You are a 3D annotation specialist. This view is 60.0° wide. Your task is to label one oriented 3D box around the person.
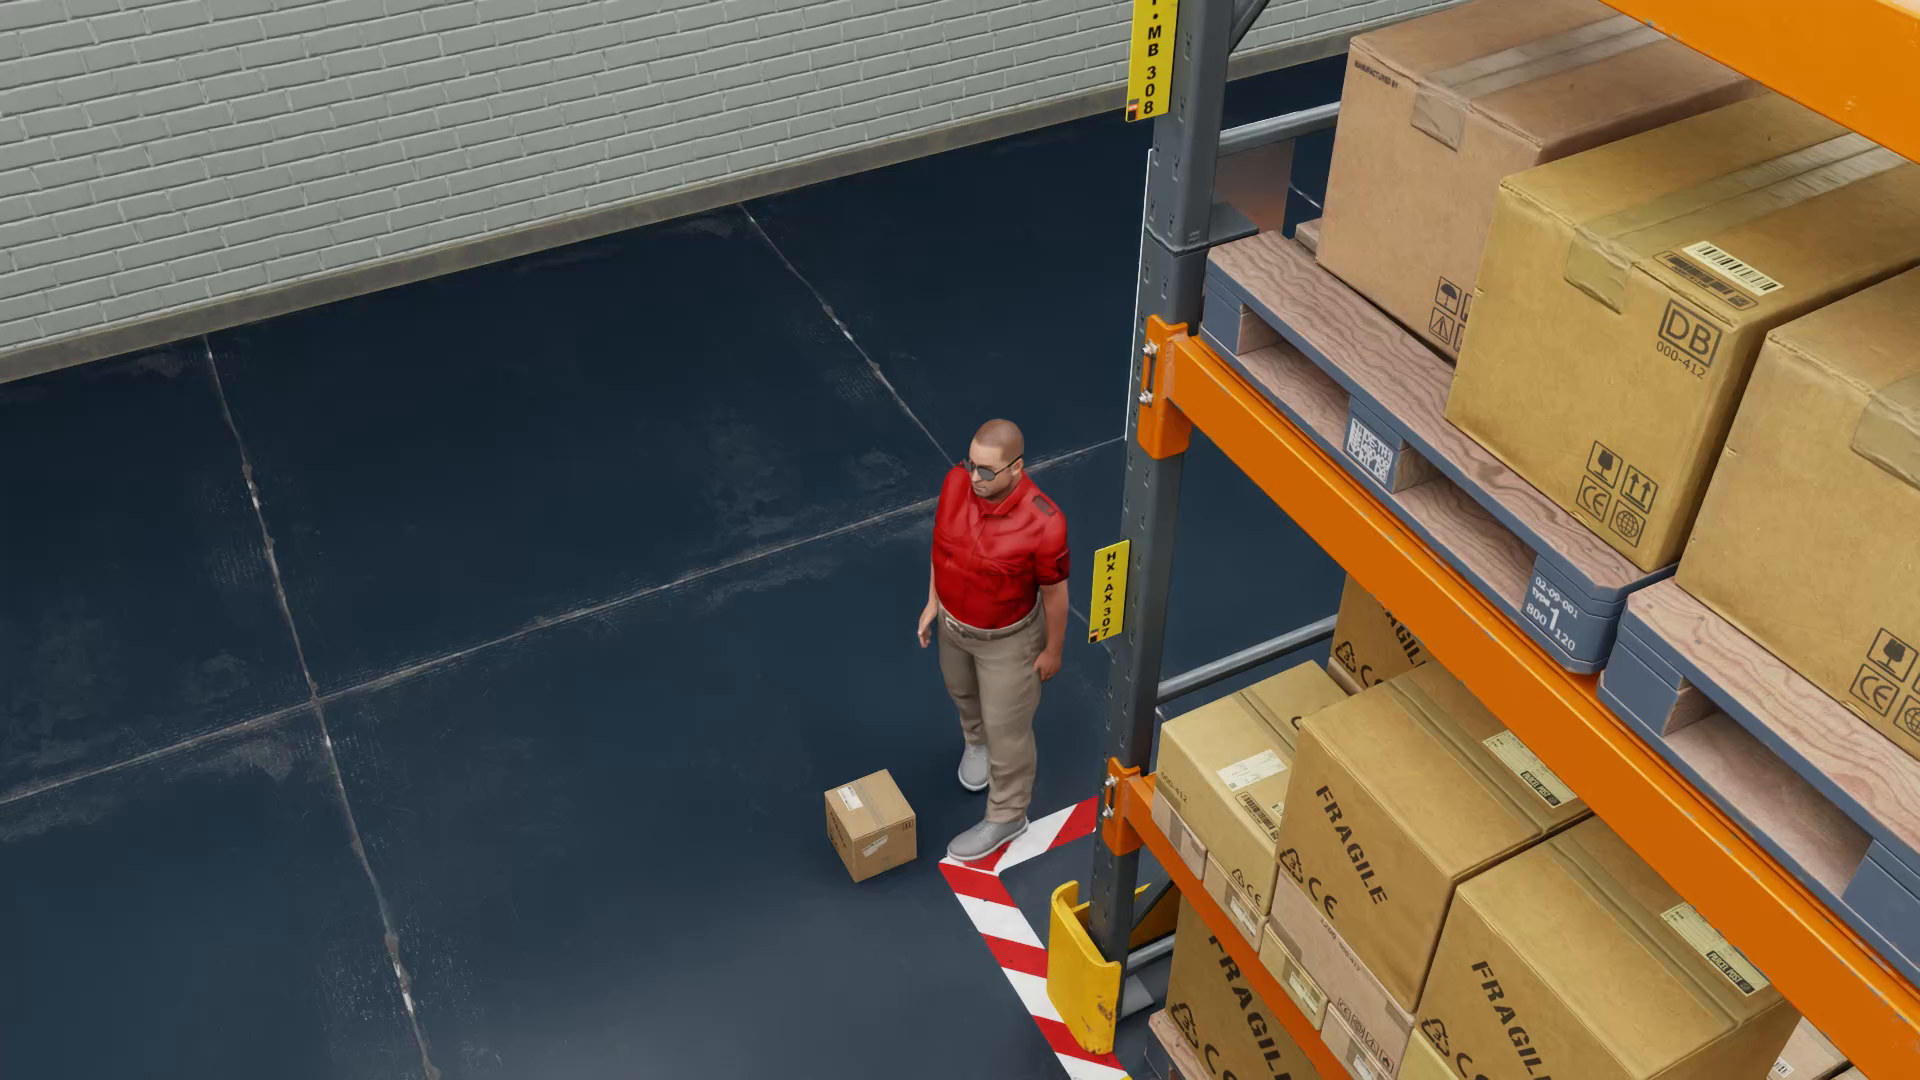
[{"bbox_3d":[0.068,0.337,5.791,0.544,1.738,0.567,31,50,31],"label":"person"}]
